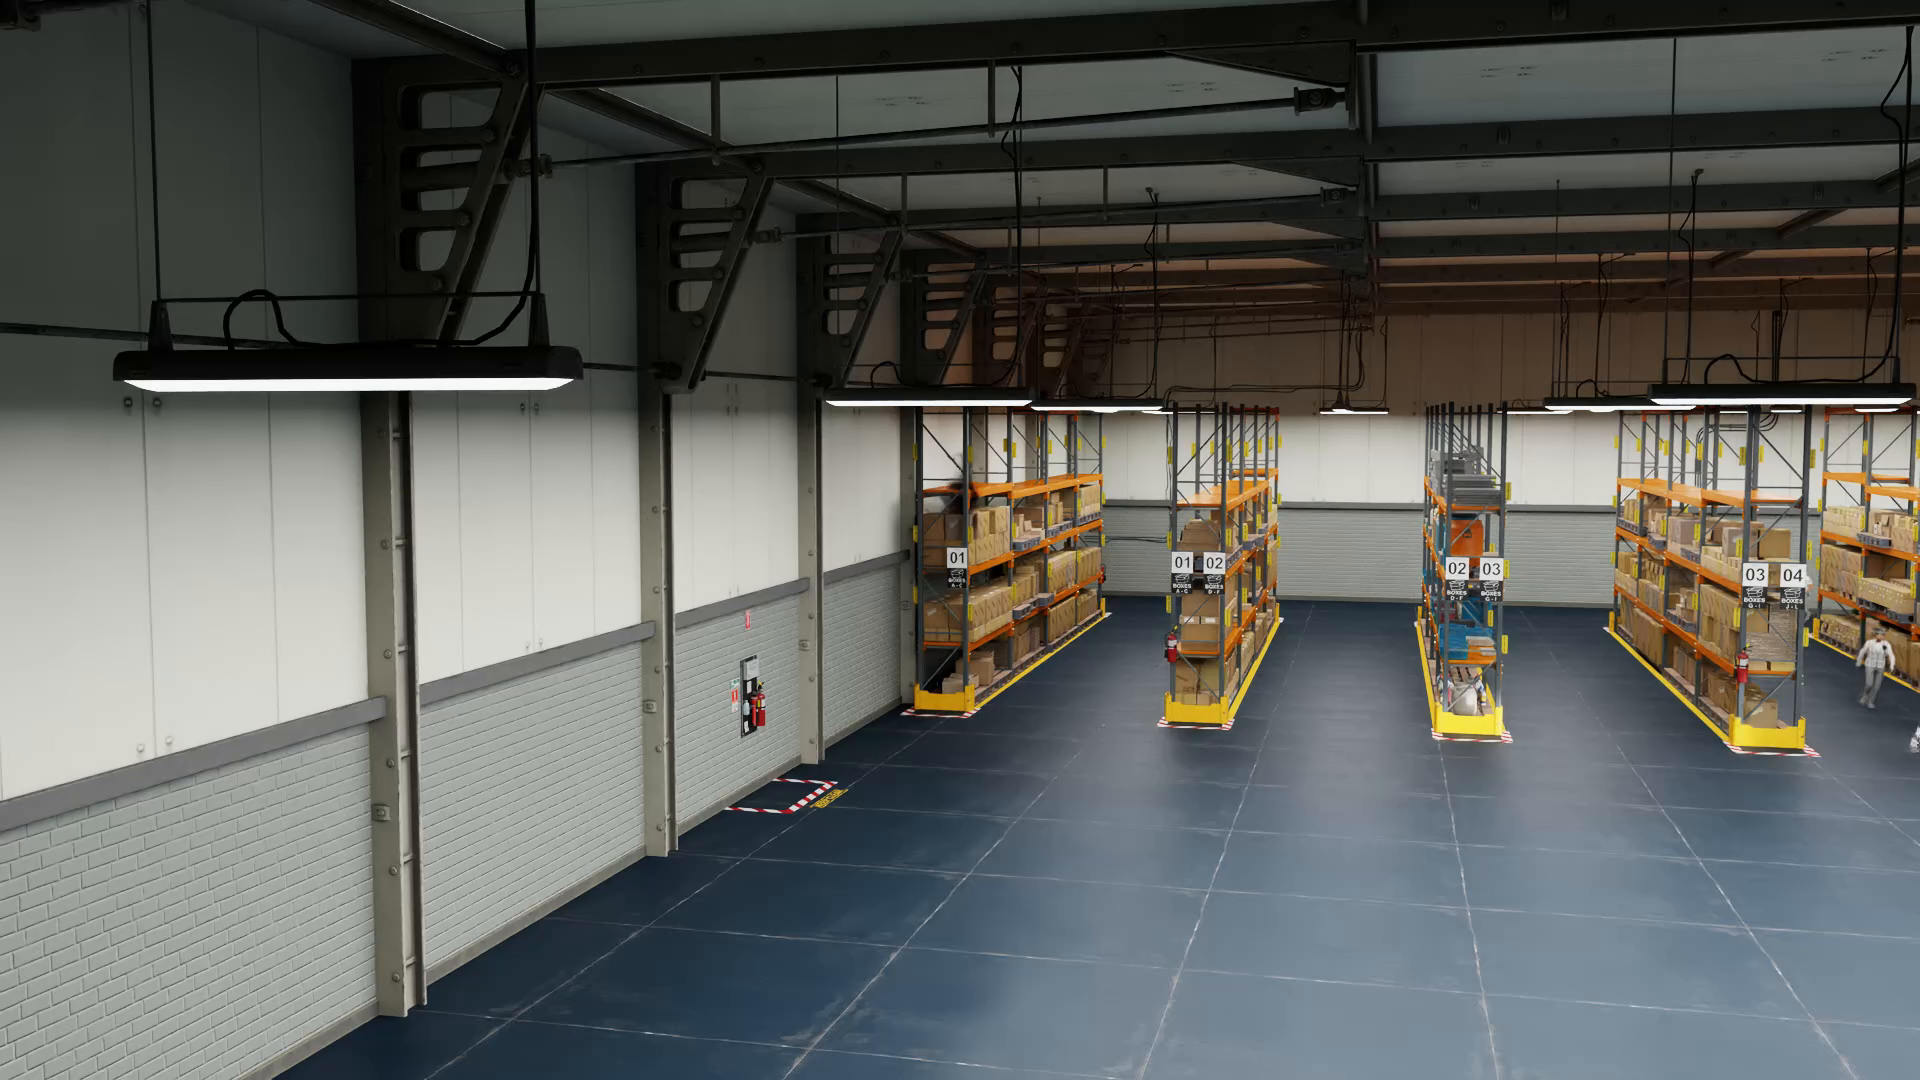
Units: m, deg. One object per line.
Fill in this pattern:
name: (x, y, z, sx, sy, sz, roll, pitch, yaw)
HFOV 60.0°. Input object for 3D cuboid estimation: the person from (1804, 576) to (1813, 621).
person: (23.096, 1.544, 45.600, 0.712, 1.662, 0.627, -3, 5, -32)

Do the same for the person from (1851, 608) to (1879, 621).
person: (23.901, 1.582, 43.891, 0.804, 1.847, 0.655, 0, 4, 6)

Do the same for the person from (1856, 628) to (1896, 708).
person: (17.910, 2.509, 32.485, 0.615, 1.625, 0.740, 1, 4, 18)

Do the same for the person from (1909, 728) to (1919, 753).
person: (16.465, 2.773, 27.716, 0.724, 1.741, 1.005, -2, 5, -25)
